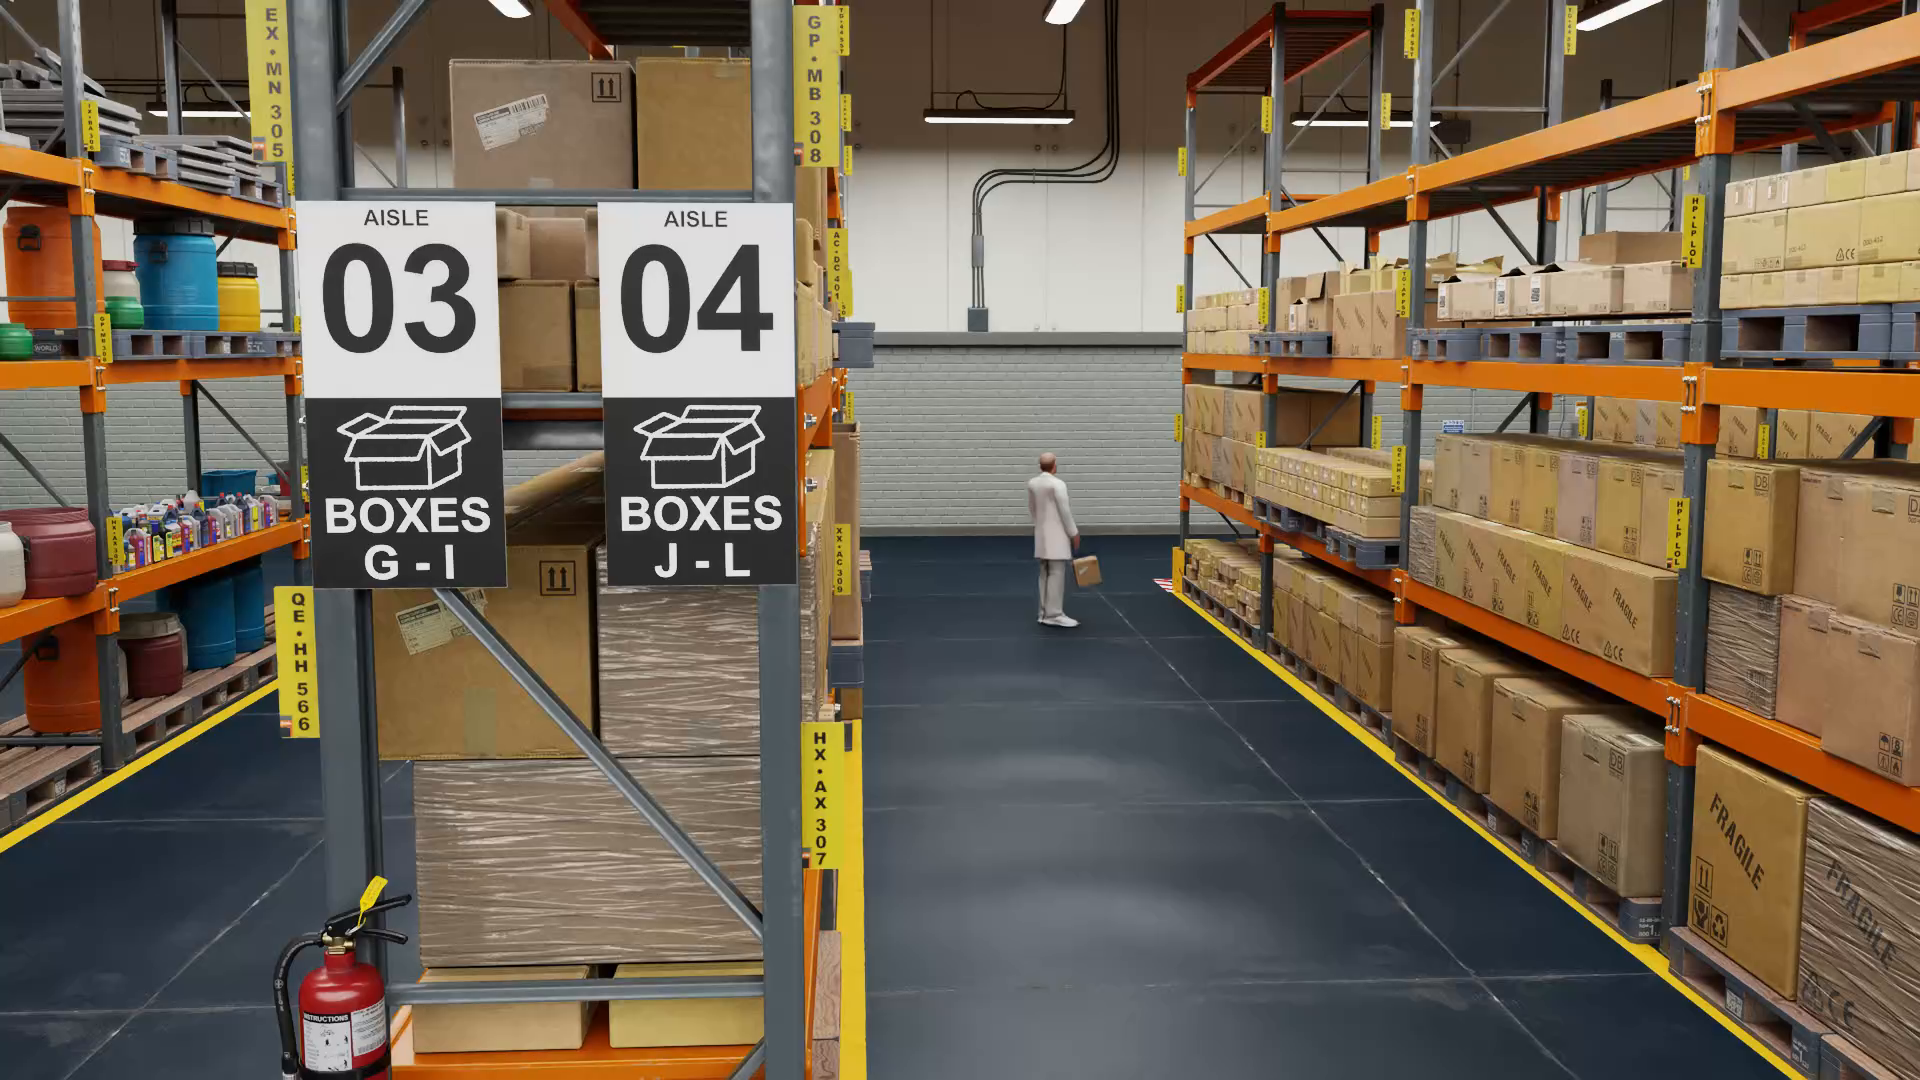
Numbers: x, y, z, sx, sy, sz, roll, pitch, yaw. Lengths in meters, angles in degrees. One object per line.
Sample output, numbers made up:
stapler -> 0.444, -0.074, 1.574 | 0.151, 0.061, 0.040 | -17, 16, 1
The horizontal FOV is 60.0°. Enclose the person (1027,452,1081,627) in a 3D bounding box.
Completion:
person -> 1.003, -0.021, 17.341 | 0.404, 1.785, 0.671 | -4, 8, -33
